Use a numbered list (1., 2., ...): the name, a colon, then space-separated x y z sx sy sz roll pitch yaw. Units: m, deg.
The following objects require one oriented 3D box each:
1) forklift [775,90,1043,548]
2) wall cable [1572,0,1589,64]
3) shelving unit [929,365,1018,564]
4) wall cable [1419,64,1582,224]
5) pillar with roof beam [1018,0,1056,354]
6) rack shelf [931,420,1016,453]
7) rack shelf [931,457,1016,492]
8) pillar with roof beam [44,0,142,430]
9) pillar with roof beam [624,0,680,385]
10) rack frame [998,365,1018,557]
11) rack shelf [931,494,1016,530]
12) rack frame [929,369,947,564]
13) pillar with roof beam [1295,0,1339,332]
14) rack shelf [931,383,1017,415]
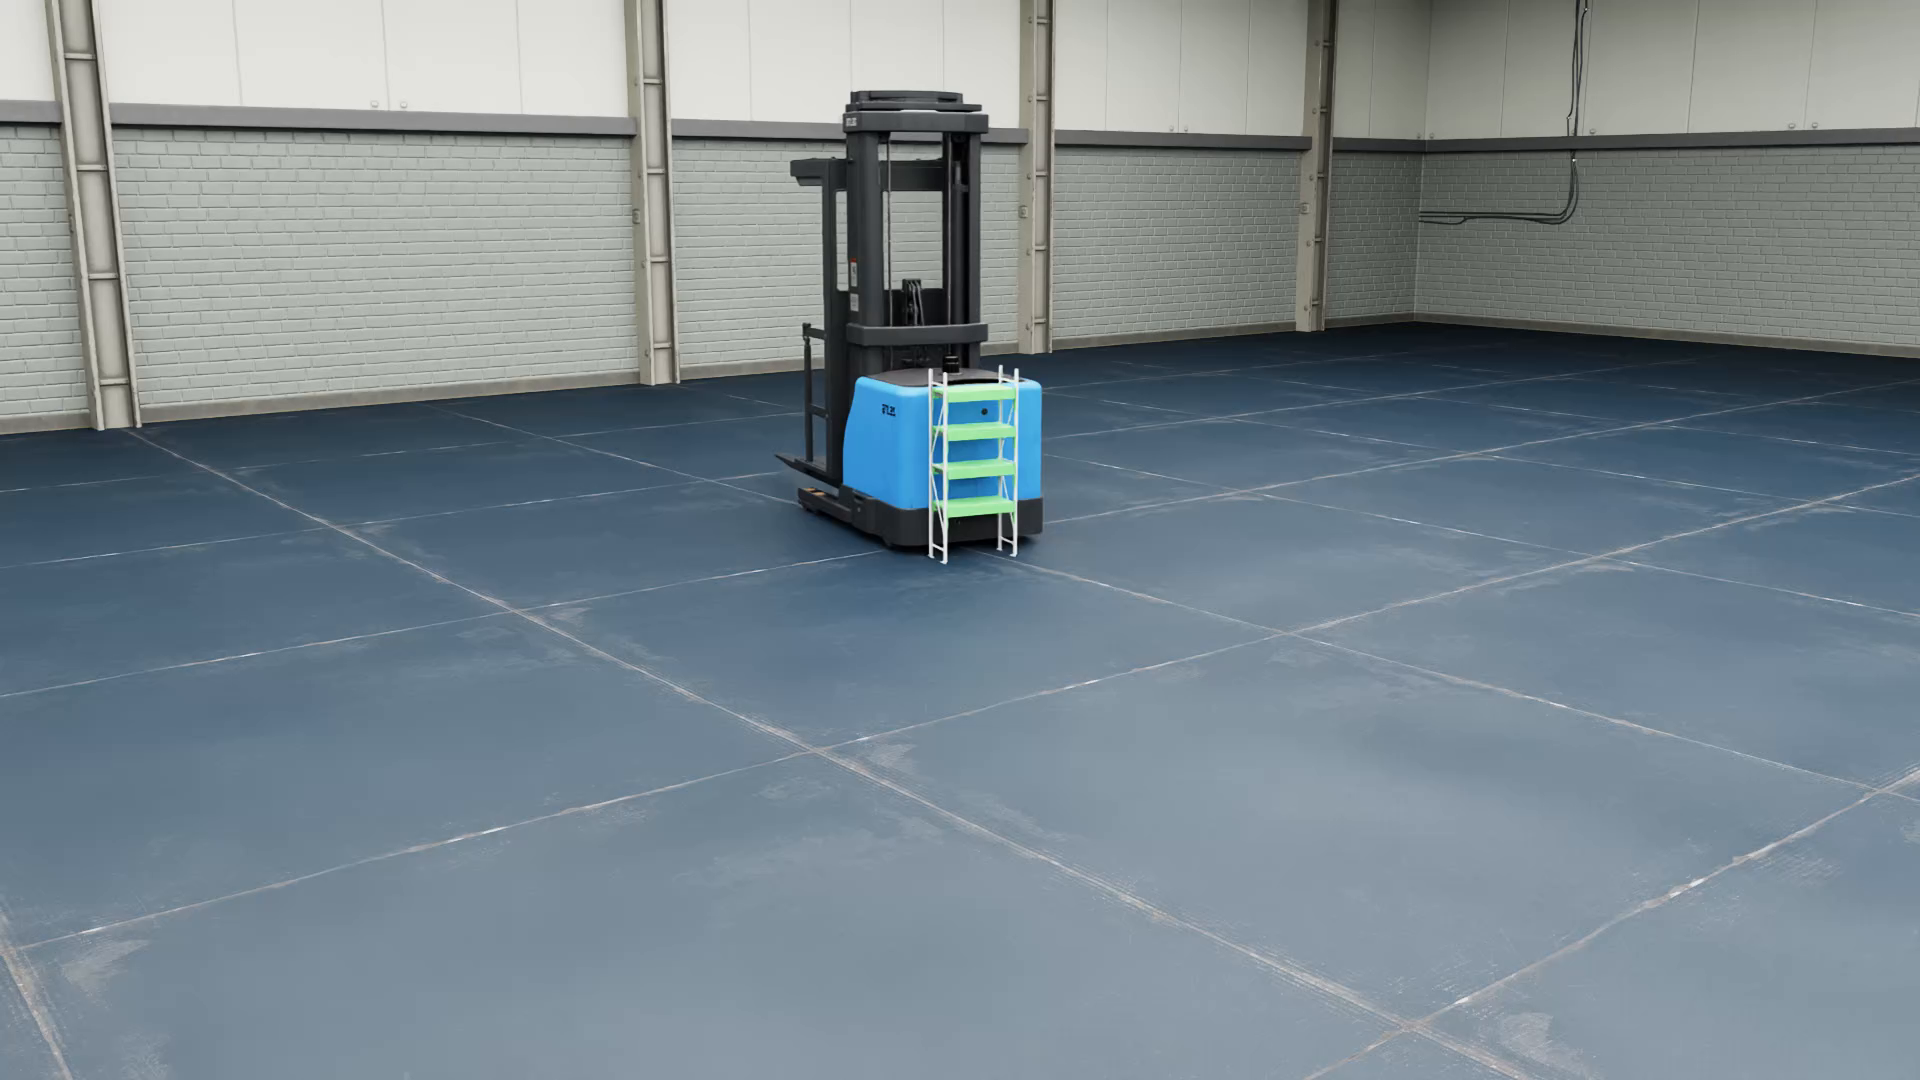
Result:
1. forklift: -0.532 -1.647 11.828 1.130 2.935 3.031 -6 13 -24
2. wall cable: 10.567 -8.532 24.960 0.112 2.526 3.097 -9 15 -38
3. shelving unit: 0.084 -0.479 10.493 0.503 1.200 0.258 -6 13 -24
4. wall cable: 8.877 -6.500 27.551 0.112 2.526 3.097 -9 15 -38
5. pillar with roof beam: 3.755 -6.374 19.483 0.400 9.000 9.100 -9 15 -38
6. rack shelf: 0.084 -0.651 10.456 0.480 0.148 0.258 -6 13 -24
7. rack shelf: 0.084 -0.417 10.506 0.480 0.148 0.258 -6 13 -24
8. pillar with roof beam: -5.615 -4.817 12.150 0.400 9.000 9.100 -9 15 -38
9. pillar with roof beam: -0.930 -5.596 15.817 0.400 9.000 9.100 -9 15 -38
10. rack frame: 0.305 -0.500 10.594 0.015 1.200 0.240 -6 13 -24
11. rack shelf: 0.084 -0.182 10.557 0.480 0.148 0.258 -6 13 -24
12. rack frame: -0.137 -0.458 10.392 0.015 1.200 0.240 -6 13 -24
13. pillar with roof beam: 8.440 -7.153 23.150 0.400 9.000 9.100 -9 15 -38
14. rack shelf: 0.085 -0.886 10.405 0.480 0.148 0.258 -6 13 -24
